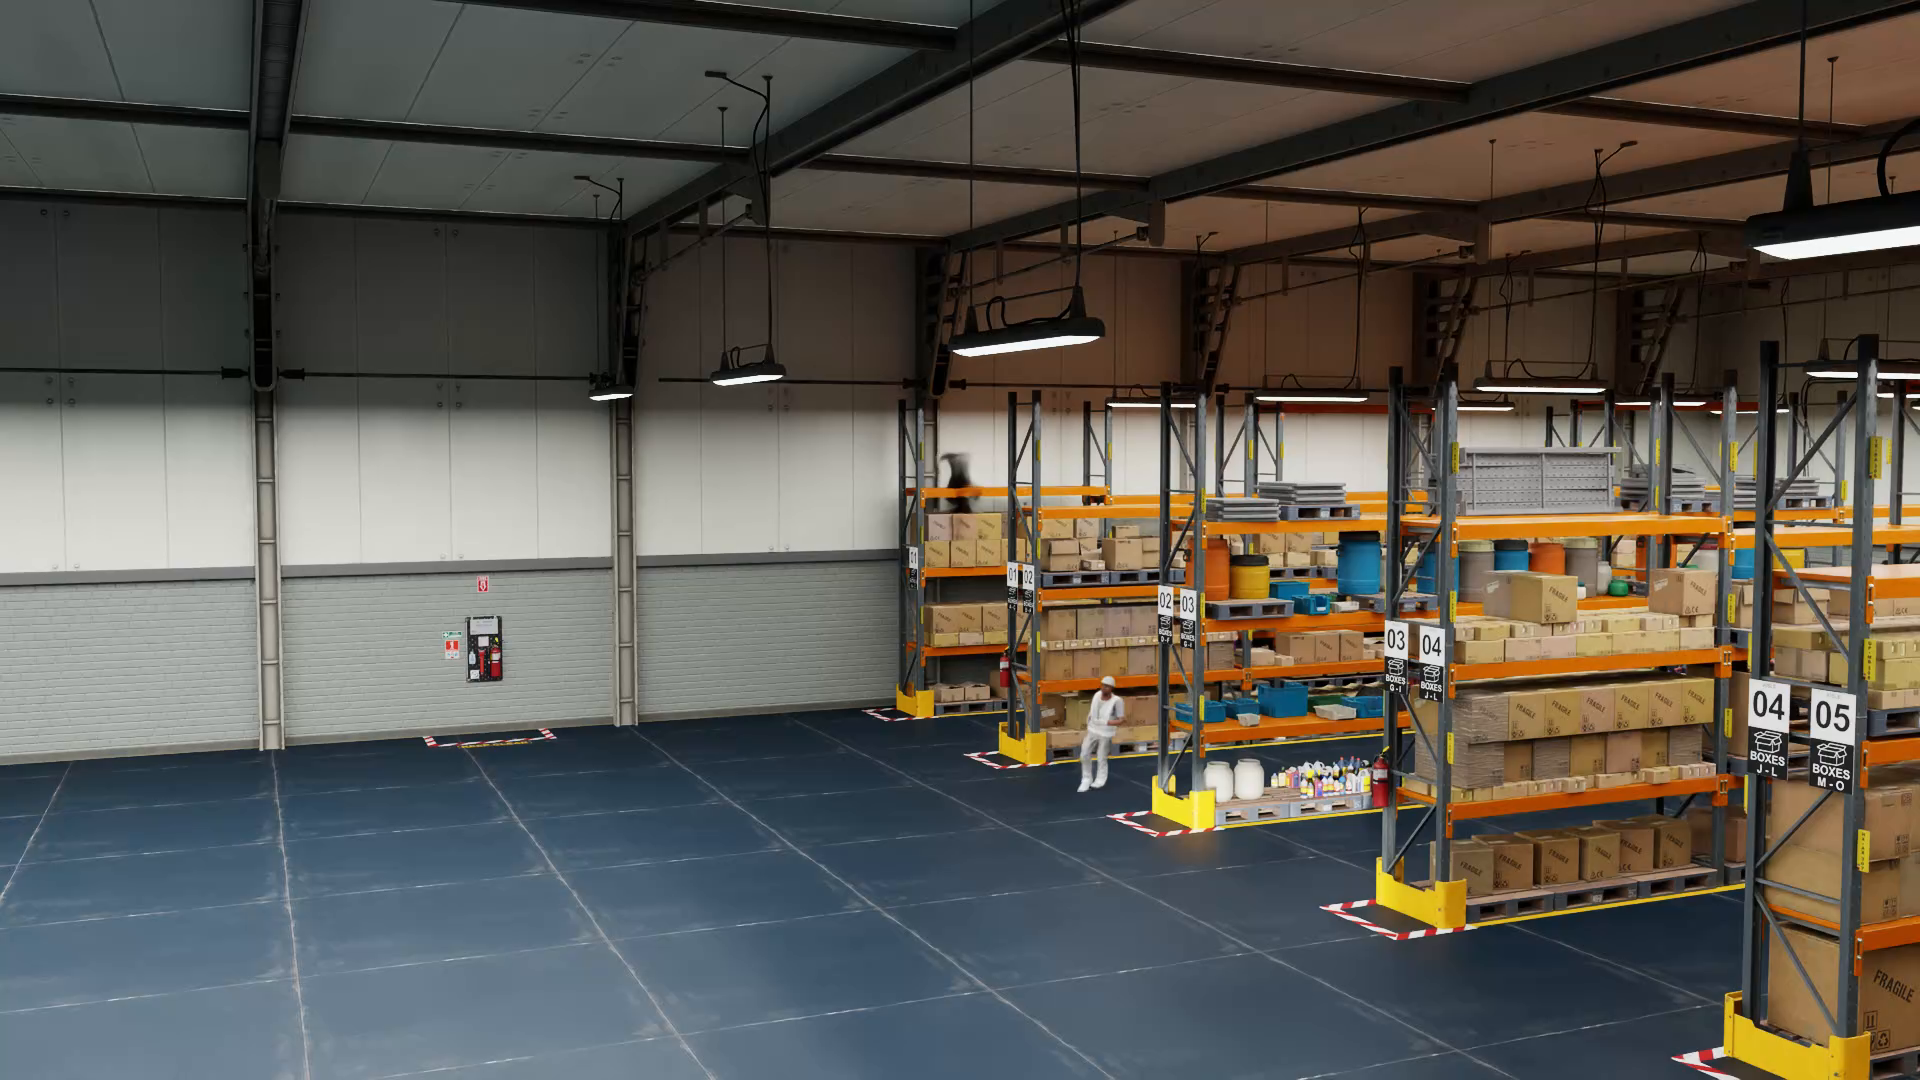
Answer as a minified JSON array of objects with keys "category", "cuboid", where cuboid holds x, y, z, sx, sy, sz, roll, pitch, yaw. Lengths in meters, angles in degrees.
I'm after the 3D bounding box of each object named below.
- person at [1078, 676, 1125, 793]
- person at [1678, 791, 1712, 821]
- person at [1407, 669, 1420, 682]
[{"category":"person","cuboid":[2.113,2.870,24.476,0.742,1.785,0.660,2,4,31]},{"category":"person","cuboid":[9.989,3.044,22.337,0.749,1.605,0.561,-1,3,-10]},{"category":"person","cuboid":[9.135,2.431,32.706,0.722,1.702,0.596,-2,4,-26]}]
